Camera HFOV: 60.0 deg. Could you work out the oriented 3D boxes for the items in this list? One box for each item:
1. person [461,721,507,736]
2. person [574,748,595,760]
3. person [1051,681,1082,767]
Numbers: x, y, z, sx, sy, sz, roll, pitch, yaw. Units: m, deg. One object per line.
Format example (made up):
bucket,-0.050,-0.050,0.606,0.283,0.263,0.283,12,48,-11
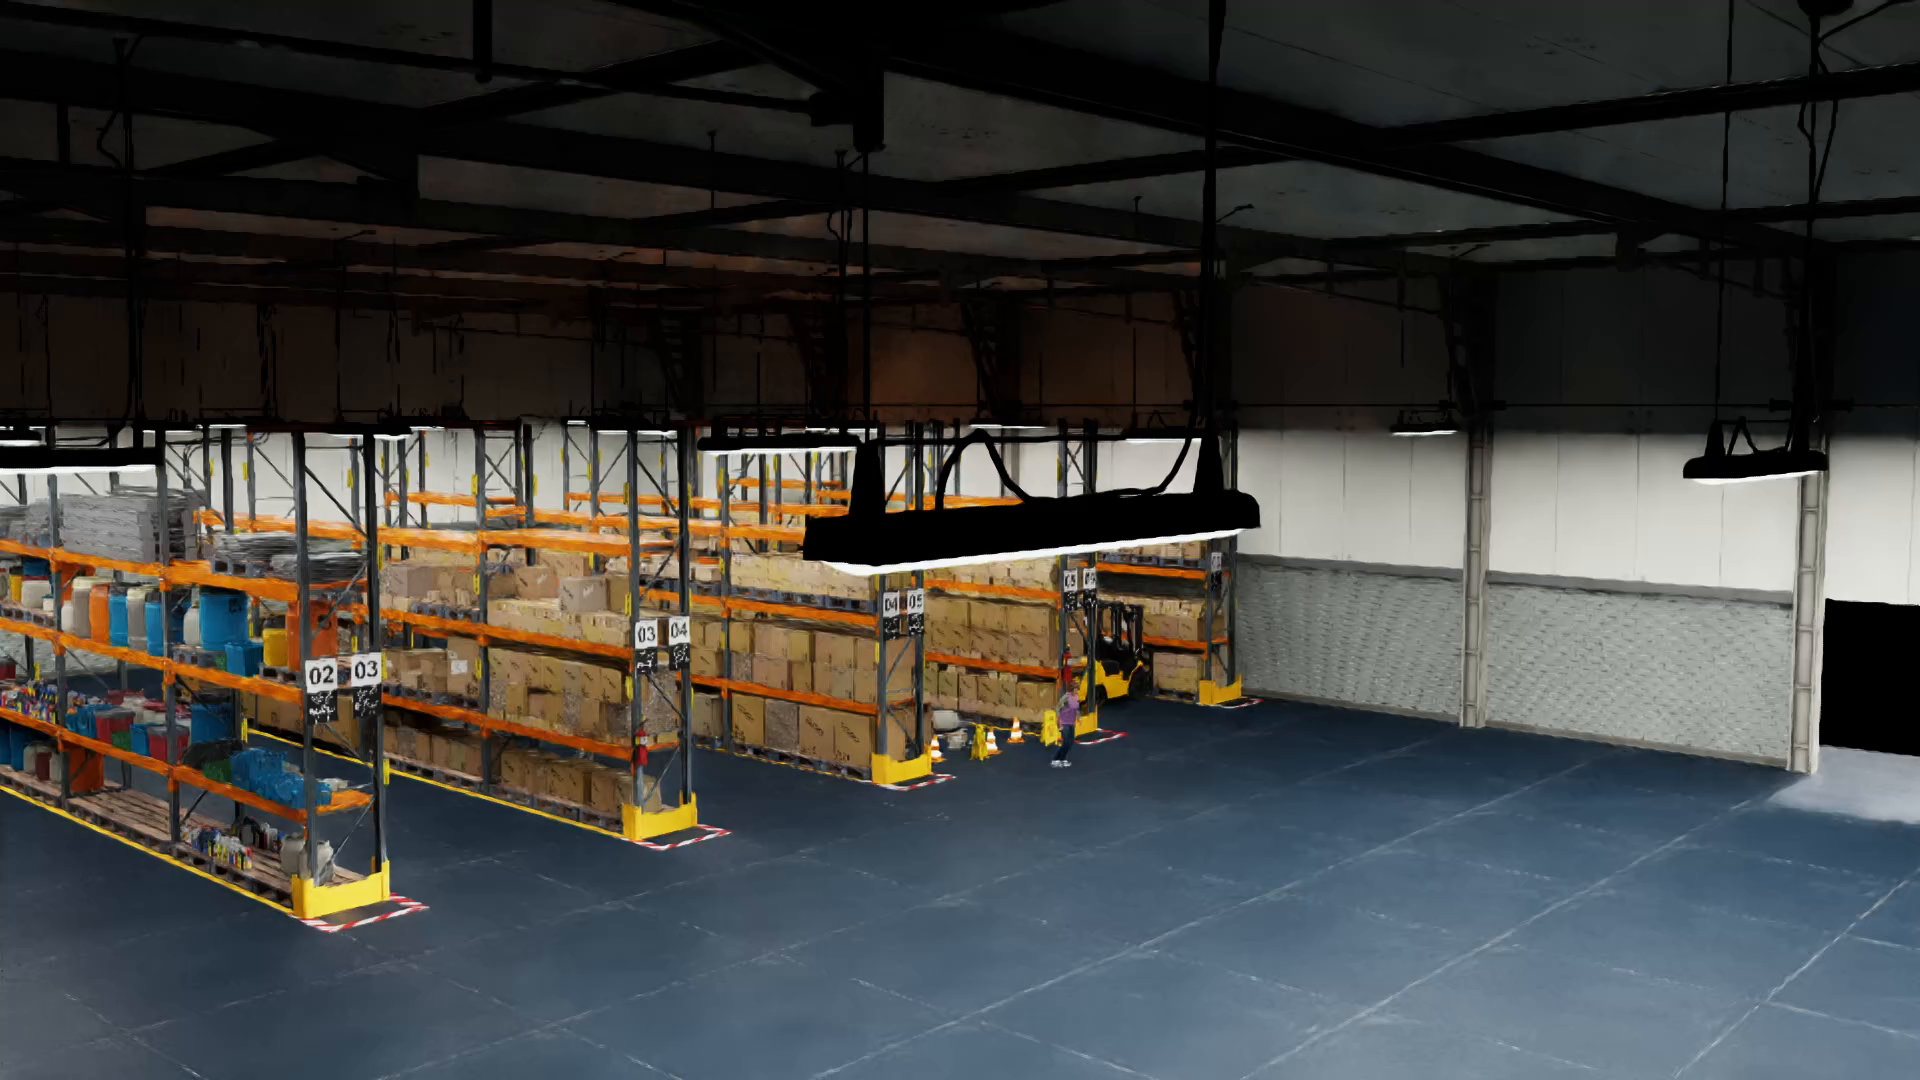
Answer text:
person,-9.092,2.897,31.501,1.113,1.686,0.582,4,6,40
person,-6.410,3.206,28.454,0.507,1.619,0.580,4,6,40
person,1.846,3.200,28.987,0.519,1.541,0.566,4,6,39
